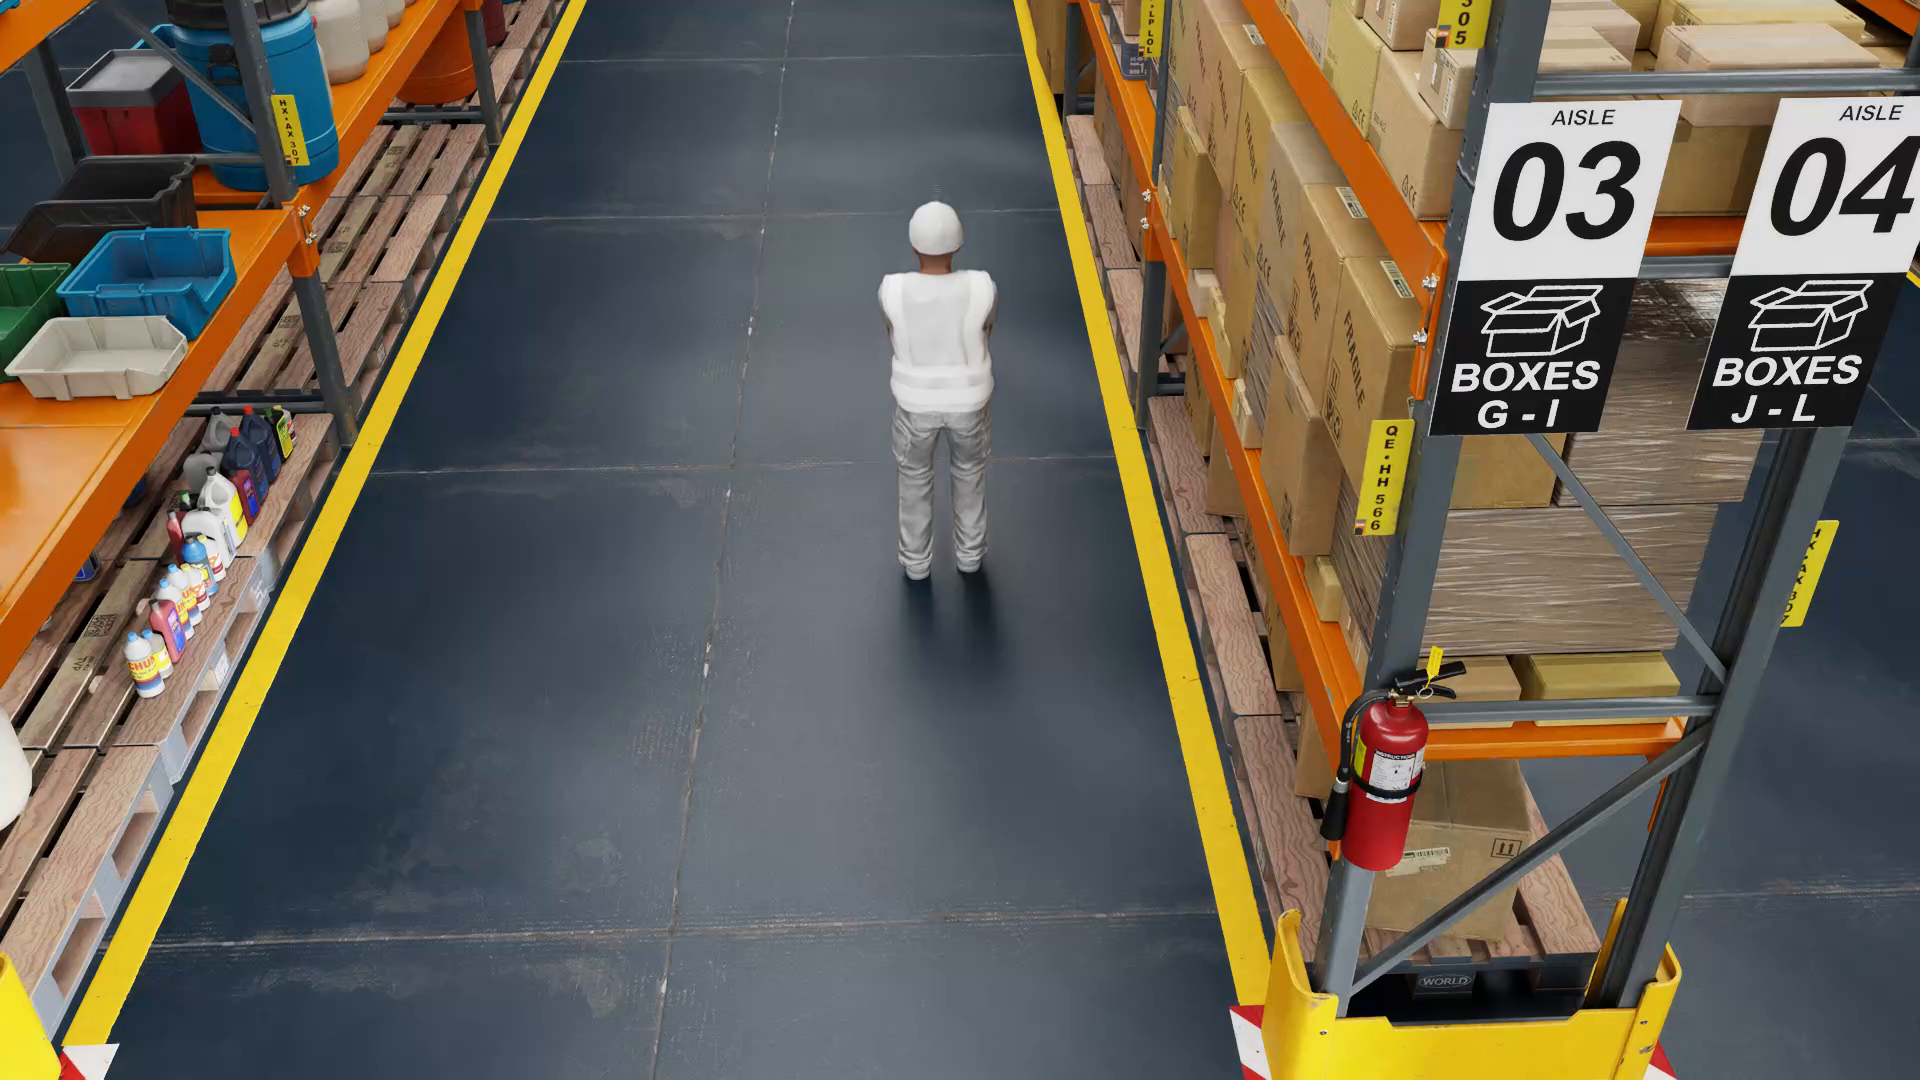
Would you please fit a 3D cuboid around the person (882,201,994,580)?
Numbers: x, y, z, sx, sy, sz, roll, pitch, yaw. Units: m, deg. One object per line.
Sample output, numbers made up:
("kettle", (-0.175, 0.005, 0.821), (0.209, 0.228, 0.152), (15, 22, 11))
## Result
("person", (-0.087, -0.663, 7.081), (0.455, 1.778, 0.573), (-1, 35, -1))
